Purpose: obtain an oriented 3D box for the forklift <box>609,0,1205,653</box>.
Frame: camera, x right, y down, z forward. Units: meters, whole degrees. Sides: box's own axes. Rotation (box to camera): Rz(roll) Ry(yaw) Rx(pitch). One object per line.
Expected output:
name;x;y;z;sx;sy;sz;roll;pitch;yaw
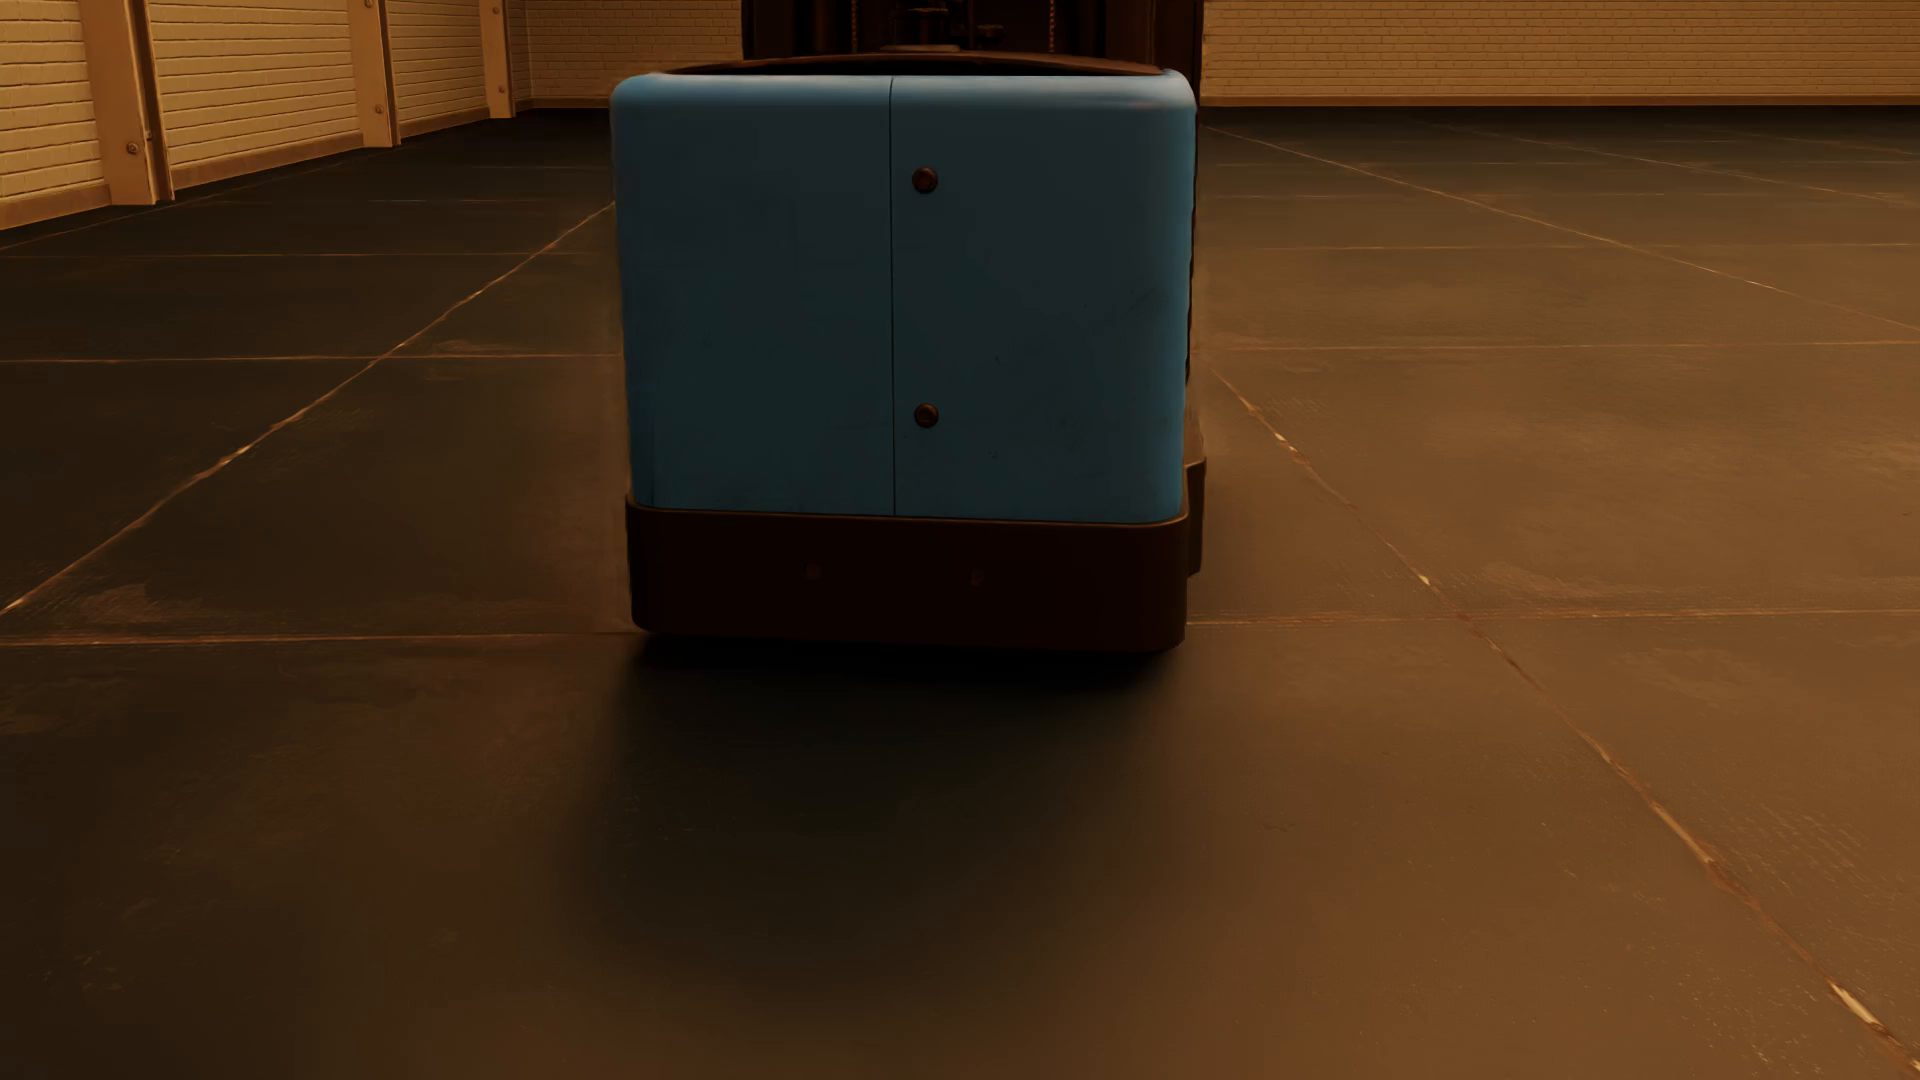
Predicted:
forklift;0.055;-1.582;4.078;1.130;2.935;3.031;2;17;6
